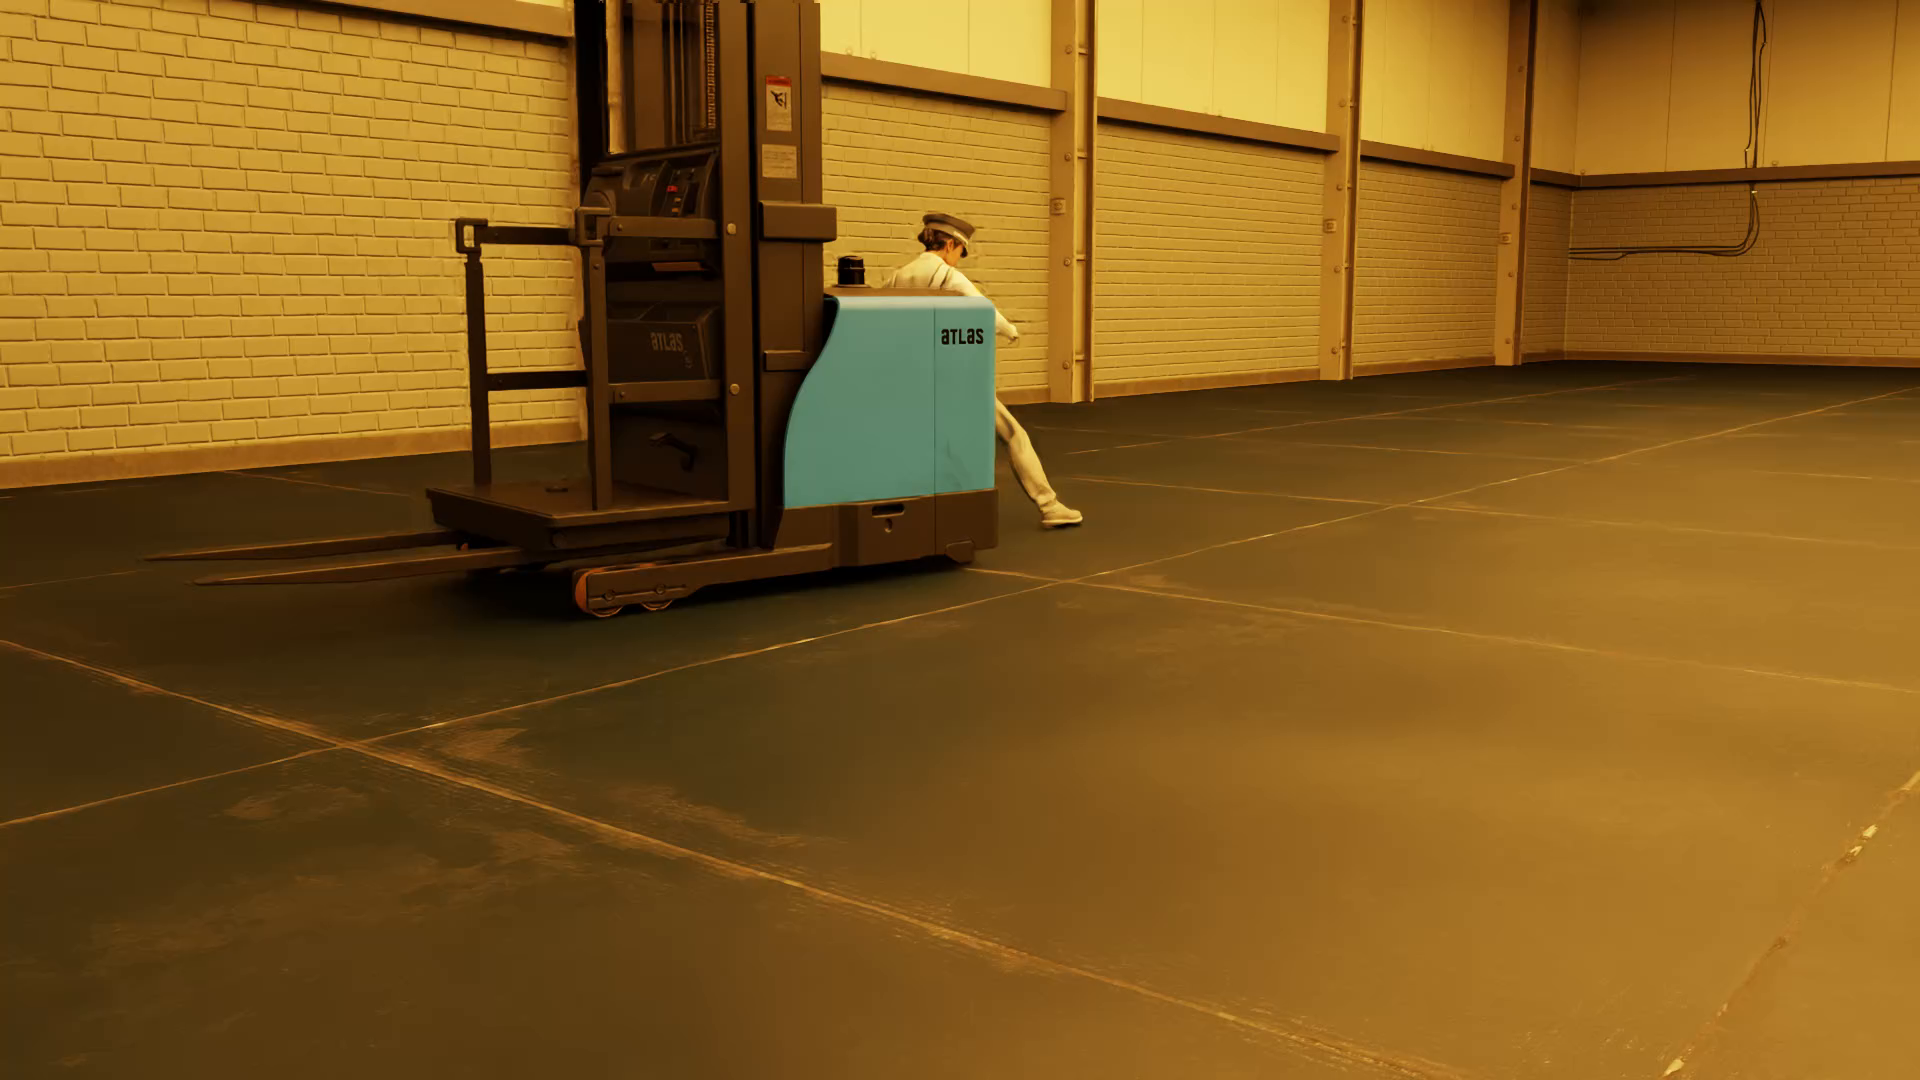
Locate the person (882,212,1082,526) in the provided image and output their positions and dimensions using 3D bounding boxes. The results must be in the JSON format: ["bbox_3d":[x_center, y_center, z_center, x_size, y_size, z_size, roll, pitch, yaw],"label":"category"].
[{"bbox_3d":[-0.041,-0.815,7.969,1.189,1.467,0.680,8,11,43],"label":"person"}]

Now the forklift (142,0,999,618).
[{"bbox_3d":[-1.310,-1.274,5.986,3.031,2.935,1.130,-7,11,-38],"label":"forklift"}]
